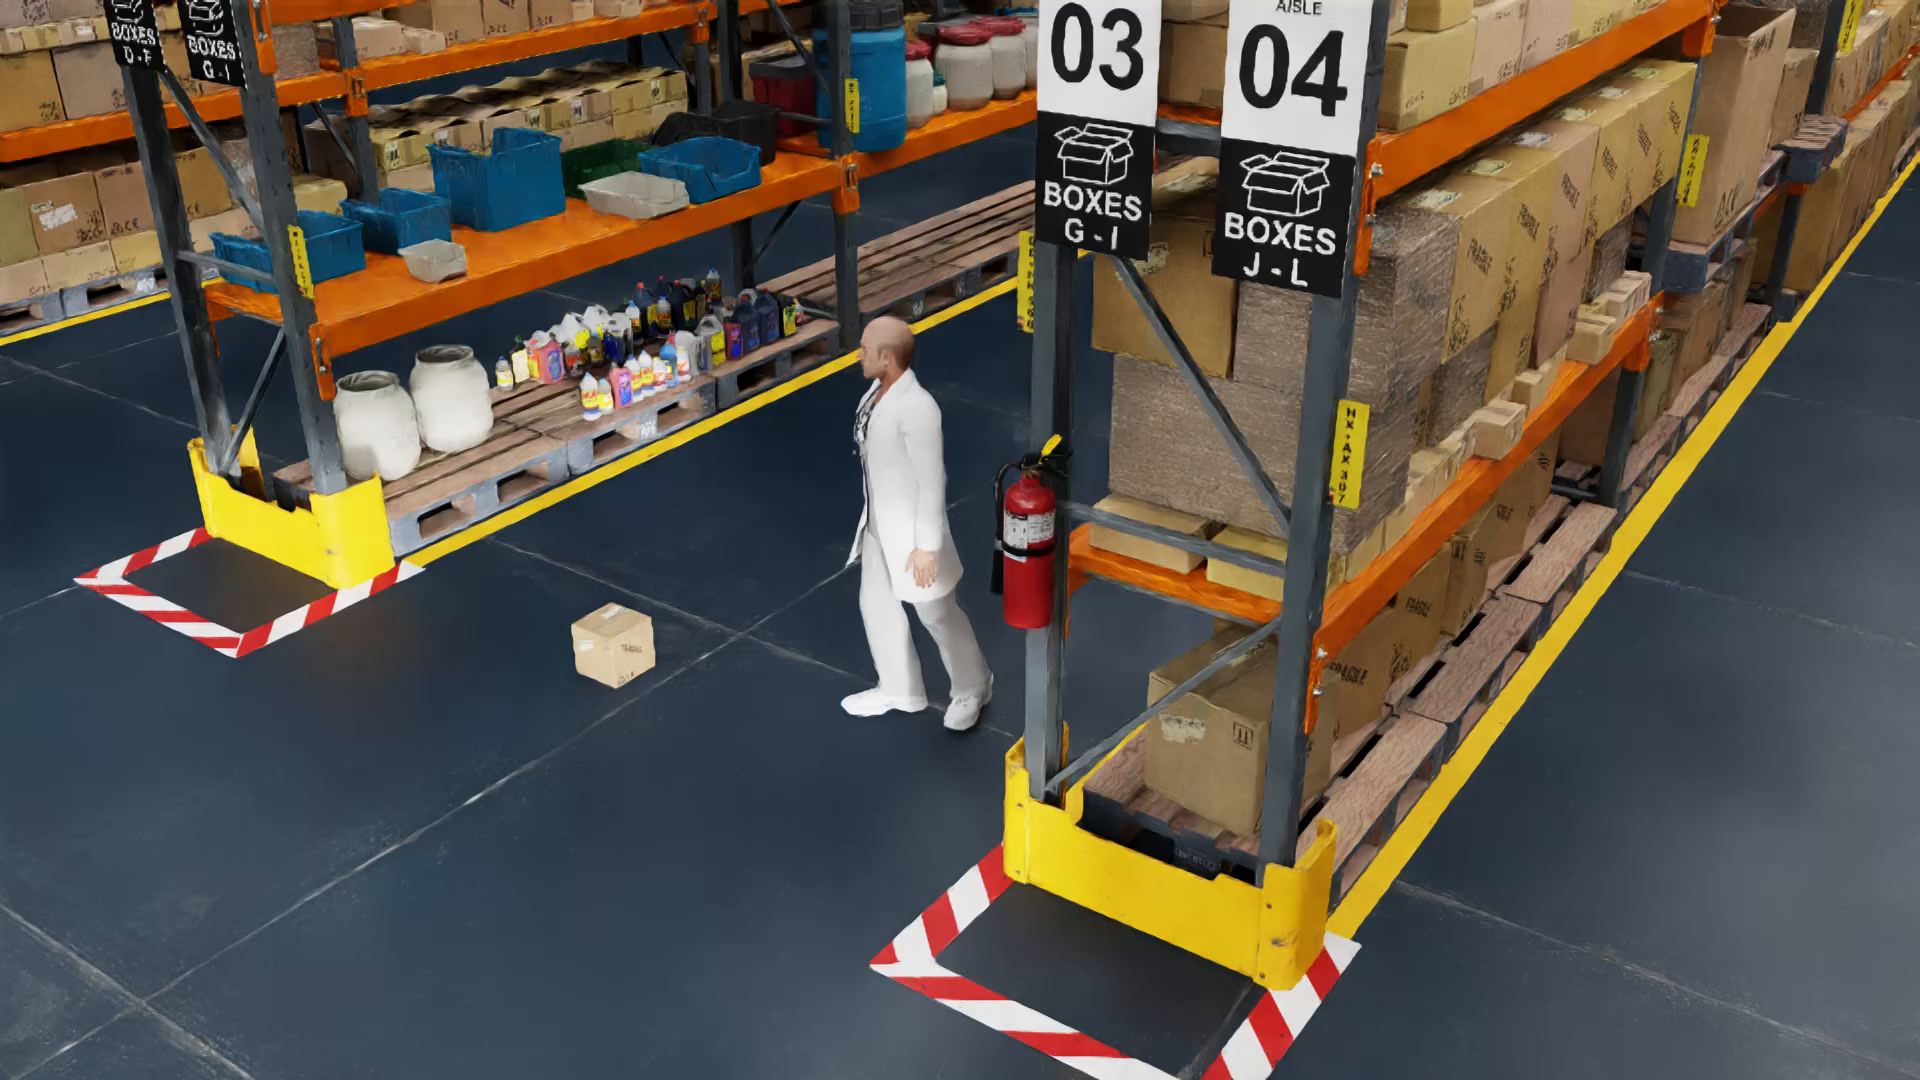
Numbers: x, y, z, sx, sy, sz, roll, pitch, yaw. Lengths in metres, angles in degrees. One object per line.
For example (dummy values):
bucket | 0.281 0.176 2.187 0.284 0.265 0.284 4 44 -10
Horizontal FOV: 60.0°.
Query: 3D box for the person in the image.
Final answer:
person | -0.170 -0.059 6.752 0.634 1.768 0.611 -11 29 -21
